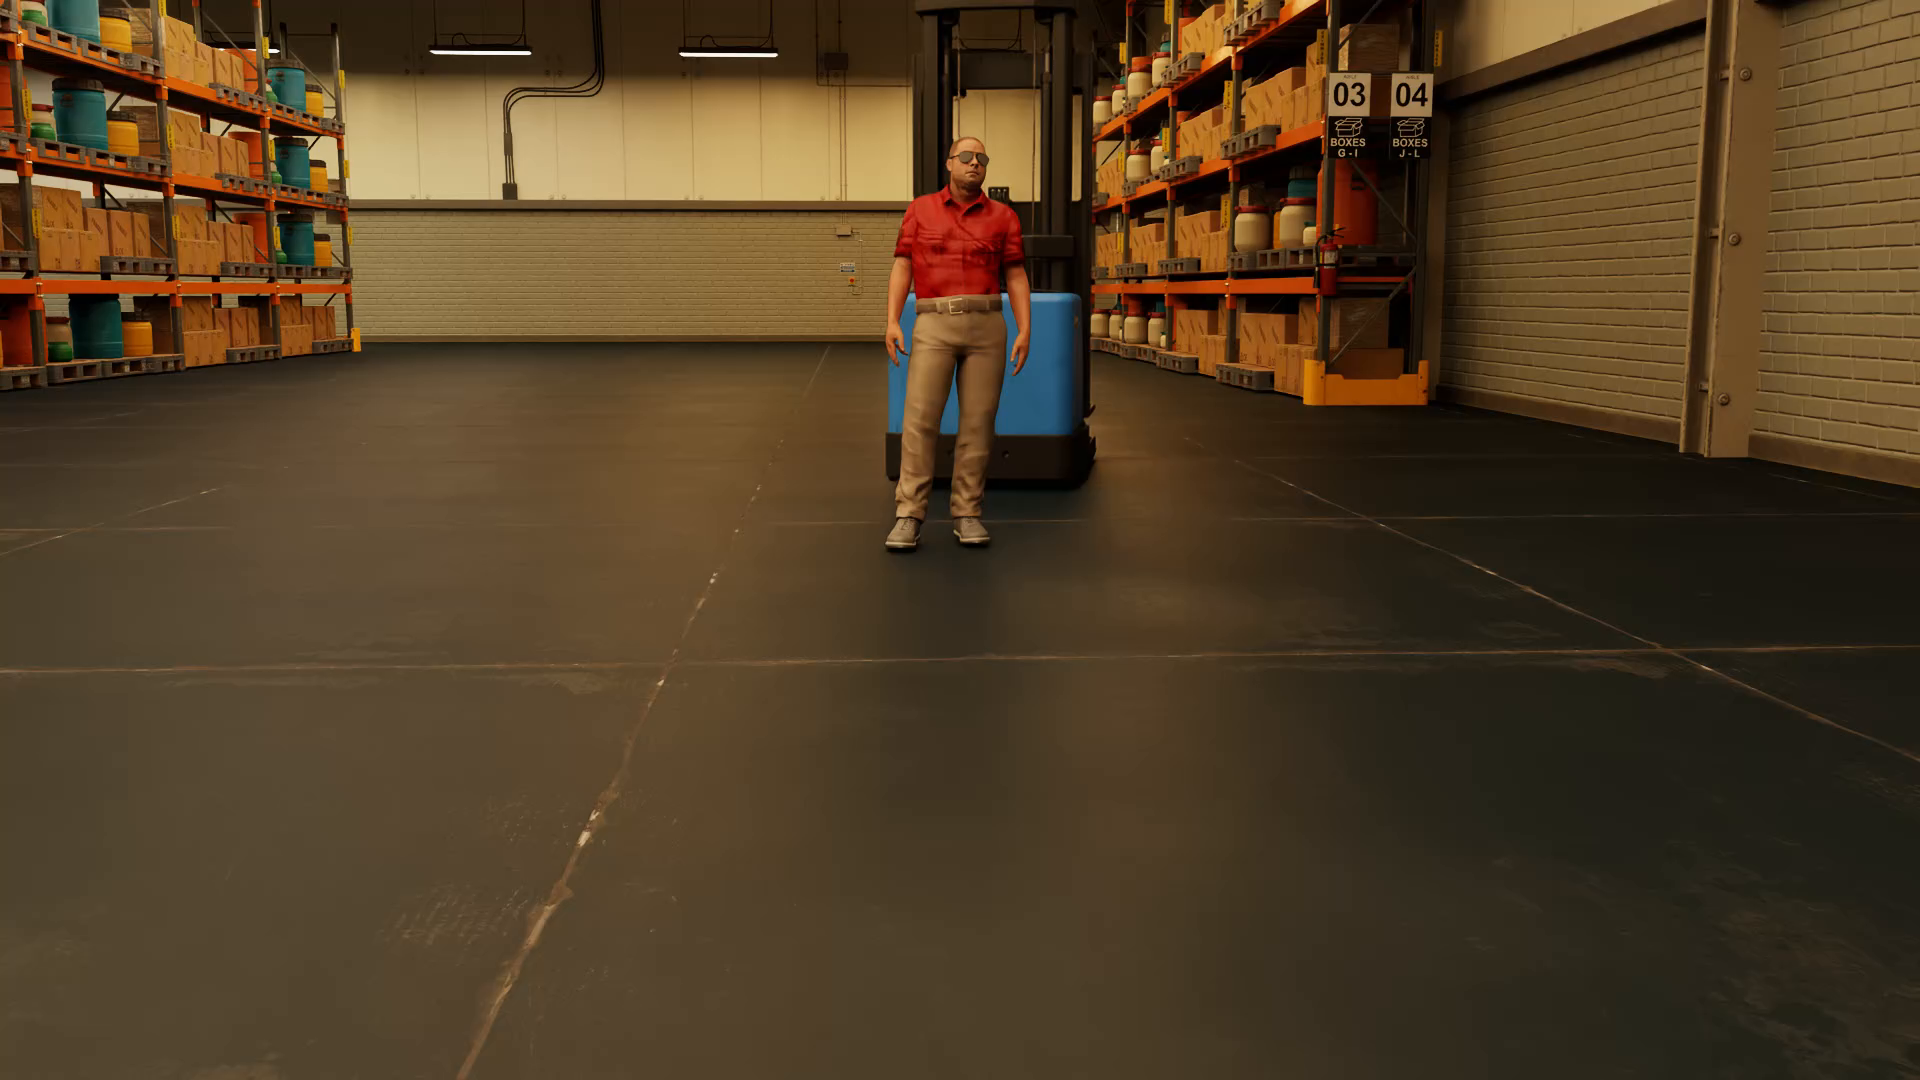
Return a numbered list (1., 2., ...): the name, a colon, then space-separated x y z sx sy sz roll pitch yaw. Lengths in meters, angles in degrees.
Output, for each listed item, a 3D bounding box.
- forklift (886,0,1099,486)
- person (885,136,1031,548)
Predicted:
1. forklift: 0.289 -1.935 10.361 1.130 2.935 3.031 1 9 7
2. person: -0.006 -0.850 7.092 0.641 1.728 0.550 -1 8 -4
